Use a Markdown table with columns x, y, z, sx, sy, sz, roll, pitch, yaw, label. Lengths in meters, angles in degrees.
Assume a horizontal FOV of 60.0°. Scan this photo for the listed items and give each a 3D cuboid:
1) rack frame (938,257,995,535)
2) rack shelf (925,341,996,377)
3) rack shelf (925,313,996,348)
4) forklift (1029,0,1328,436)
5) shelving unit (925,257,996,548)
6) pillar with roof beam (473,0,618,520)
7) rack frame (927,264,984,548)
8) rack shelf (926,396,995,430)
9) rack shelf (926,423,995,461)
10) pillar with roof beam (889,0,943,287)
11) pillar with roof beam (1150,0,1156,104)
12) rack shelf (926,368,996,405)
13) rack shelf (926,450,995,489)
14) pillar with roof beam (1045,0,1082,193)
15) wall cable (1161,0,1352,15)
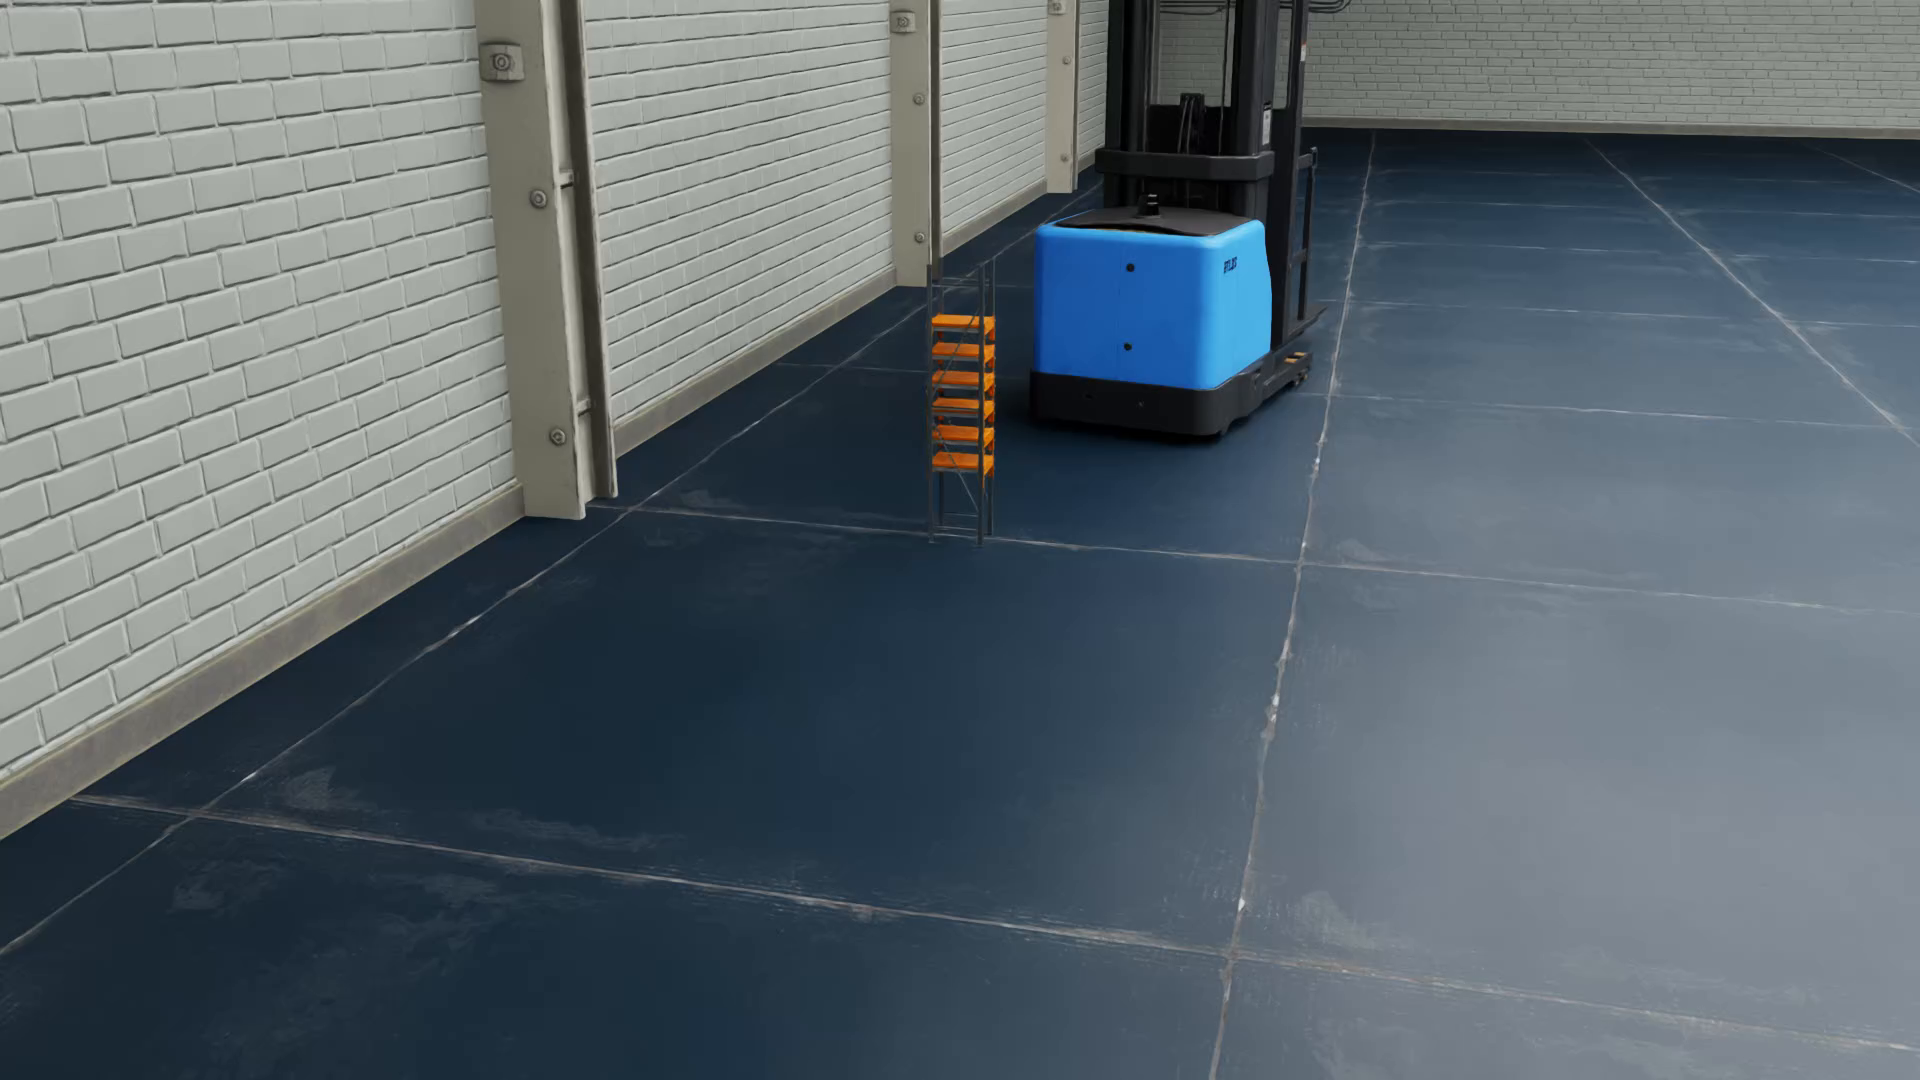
| x | y | z | sx | sy | sz | roll | pitch | yaw | label |
| --- | --- | --- | --- | --- | --- | --- | --- | --- | --- |
| 0.026 | -0.601 | 7.091 | 0.240 | 1.200 | 0.006 | 5 | 19 | 13 | rack frame |
| 0.004 | -0.757 | 6.944 | 0.258 | 0.103 | 0.180 | 5 | 19 | 13 | rack shelf |
| 0.004 | -0.871 | 6.905 | 0.258 | 0.103 | 0.180 | 5 | 19 | 13 | rack shelf |
| 1.479 | -2.356 | 9.552 | 1.130 | 2.935 | 3.031 | 9 | 21 | 25 | forklift |
| 0.004 | -0.572 | 7.007 | 0.258 | 1.200 | 0.189 | 5 | 19 | 13 | shelving unit |
| 2.373 | -4.082 | 5.218 | 9.100 | 9.000 | 0.400 | 5 | 19 | 13 | pillar with roof beam |
| -0.019 | -0.544 | 6.923 | 0.240 | 1.200 | 0.006 | 5 | 19 | 13 | rack frame |
| 0.004 | -0.530 | 7.021 | 0.258 | 0.103 | 0.180 | 5 | 19 | 13 | rack shelf |
| 0.004 | -0.417 | 7.060 | 0.258 | 0.103 | 0.180 | 5 | 19 | 13 | rack shelf |
| 3.839 | -5.963 | 10.723 | 9.100 | 9.000 | 0.400 | 5 | 19 | 13 | pillar with roof beam |
| 6.771 | -9.724 | 21.735 | 9.100 | 9.000 | 0.400 | 5 | 19 | 13 | pillar with roof beam |
| 0.004 | -0.644 | 6.982 | 0.258 | 0.103 | 0.180 | 5 | 19 | 13 | rack shelf |
| 0.004 | -0.303 | 7.099 | 0.258 | 0.103 | 0.180 | 5 | 19 | 13 | rack shelf |
| 5.305 | -7.844 | 16.229 | 9.100 | 9.000 | 0.400 | 5 | 19 | 13 | pillar with roof beam |
| 4.599 | -9.414 | 25.630 | 3.097 | 2.526 | 0.112 | 5 | 19 | 13 | wall cable |
